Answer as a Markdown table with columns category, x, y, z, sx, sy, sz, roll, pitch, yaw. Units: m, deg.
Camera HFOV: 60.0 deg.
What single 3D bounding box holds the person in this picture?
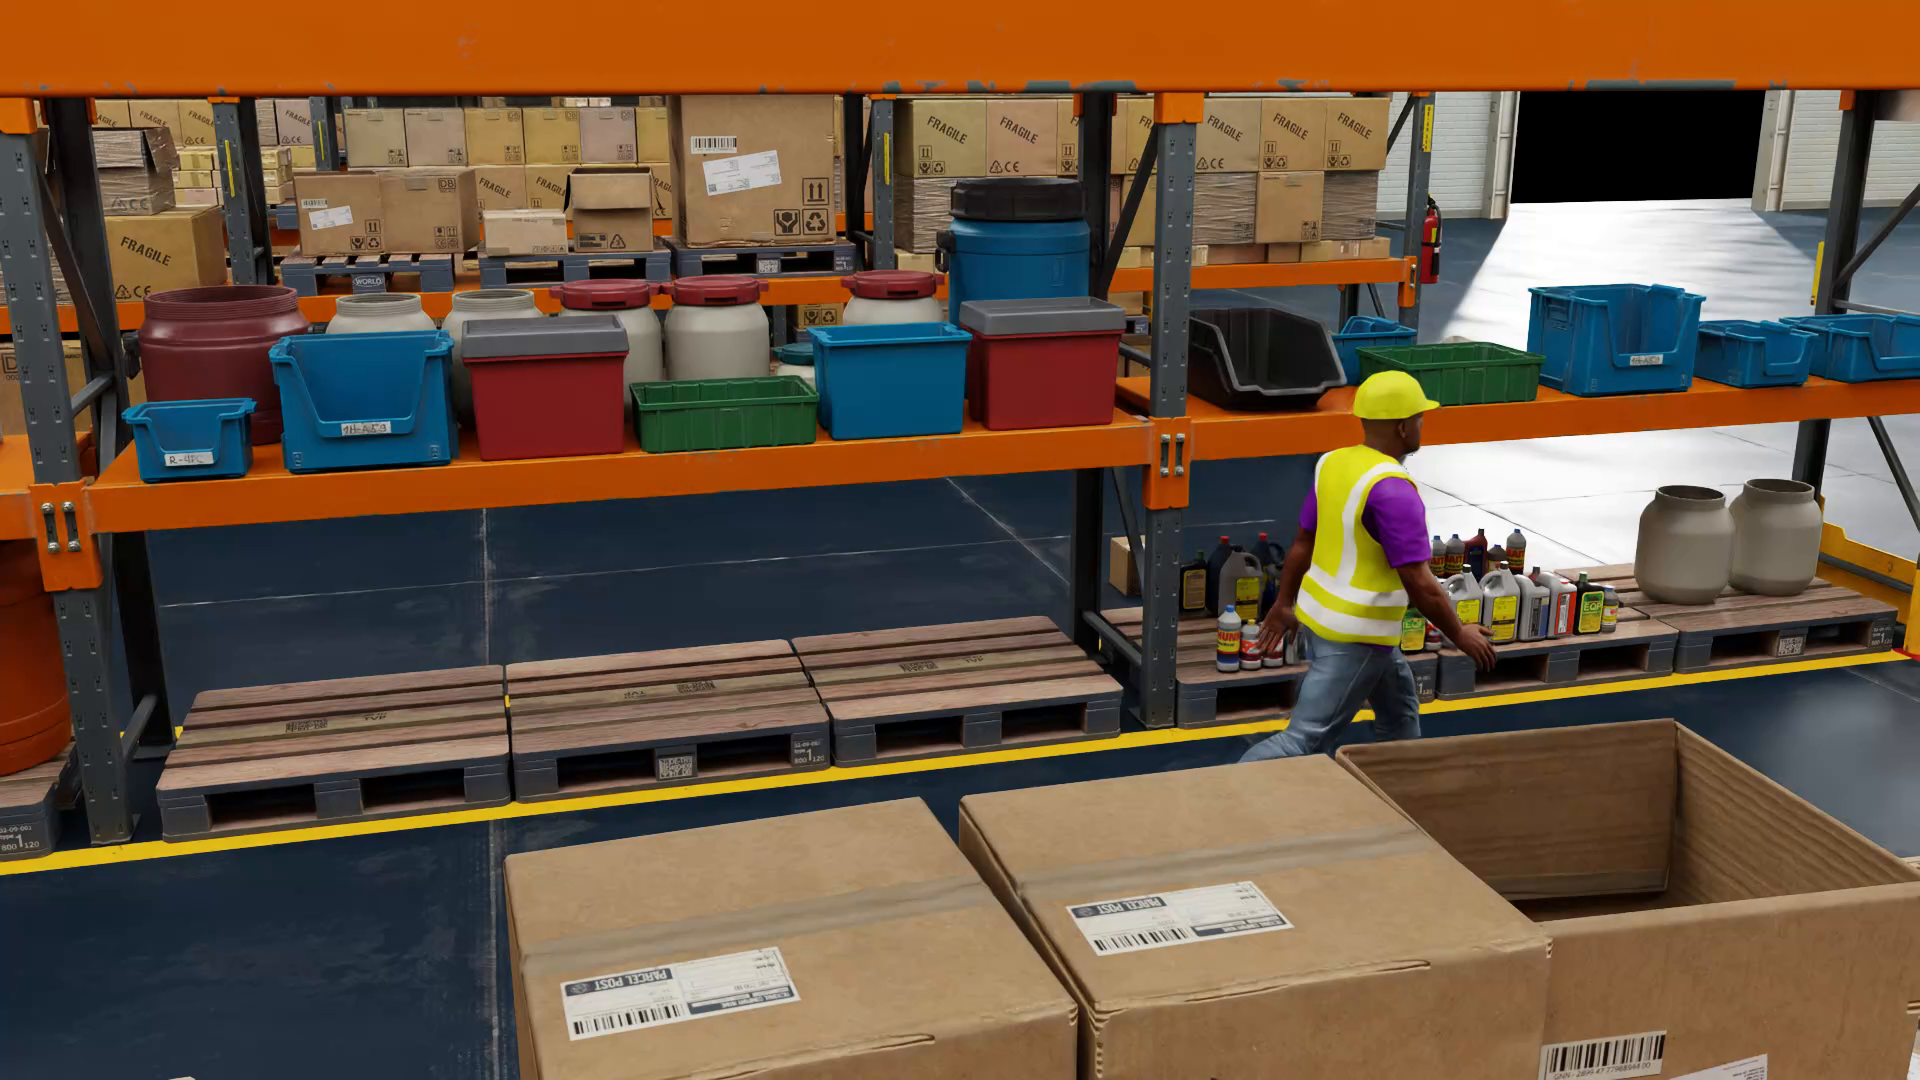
| category | x | y | z | sx | sy | sz | roll | pitch | yaw |
| --- | --- | --- | --- | --- | --- | --- | --- | --- | --- |
| person | 1.318 | 0.279 | 5.583 | 1.150 | 1.691 | 0.627 | -2 | 16 | -7 |
